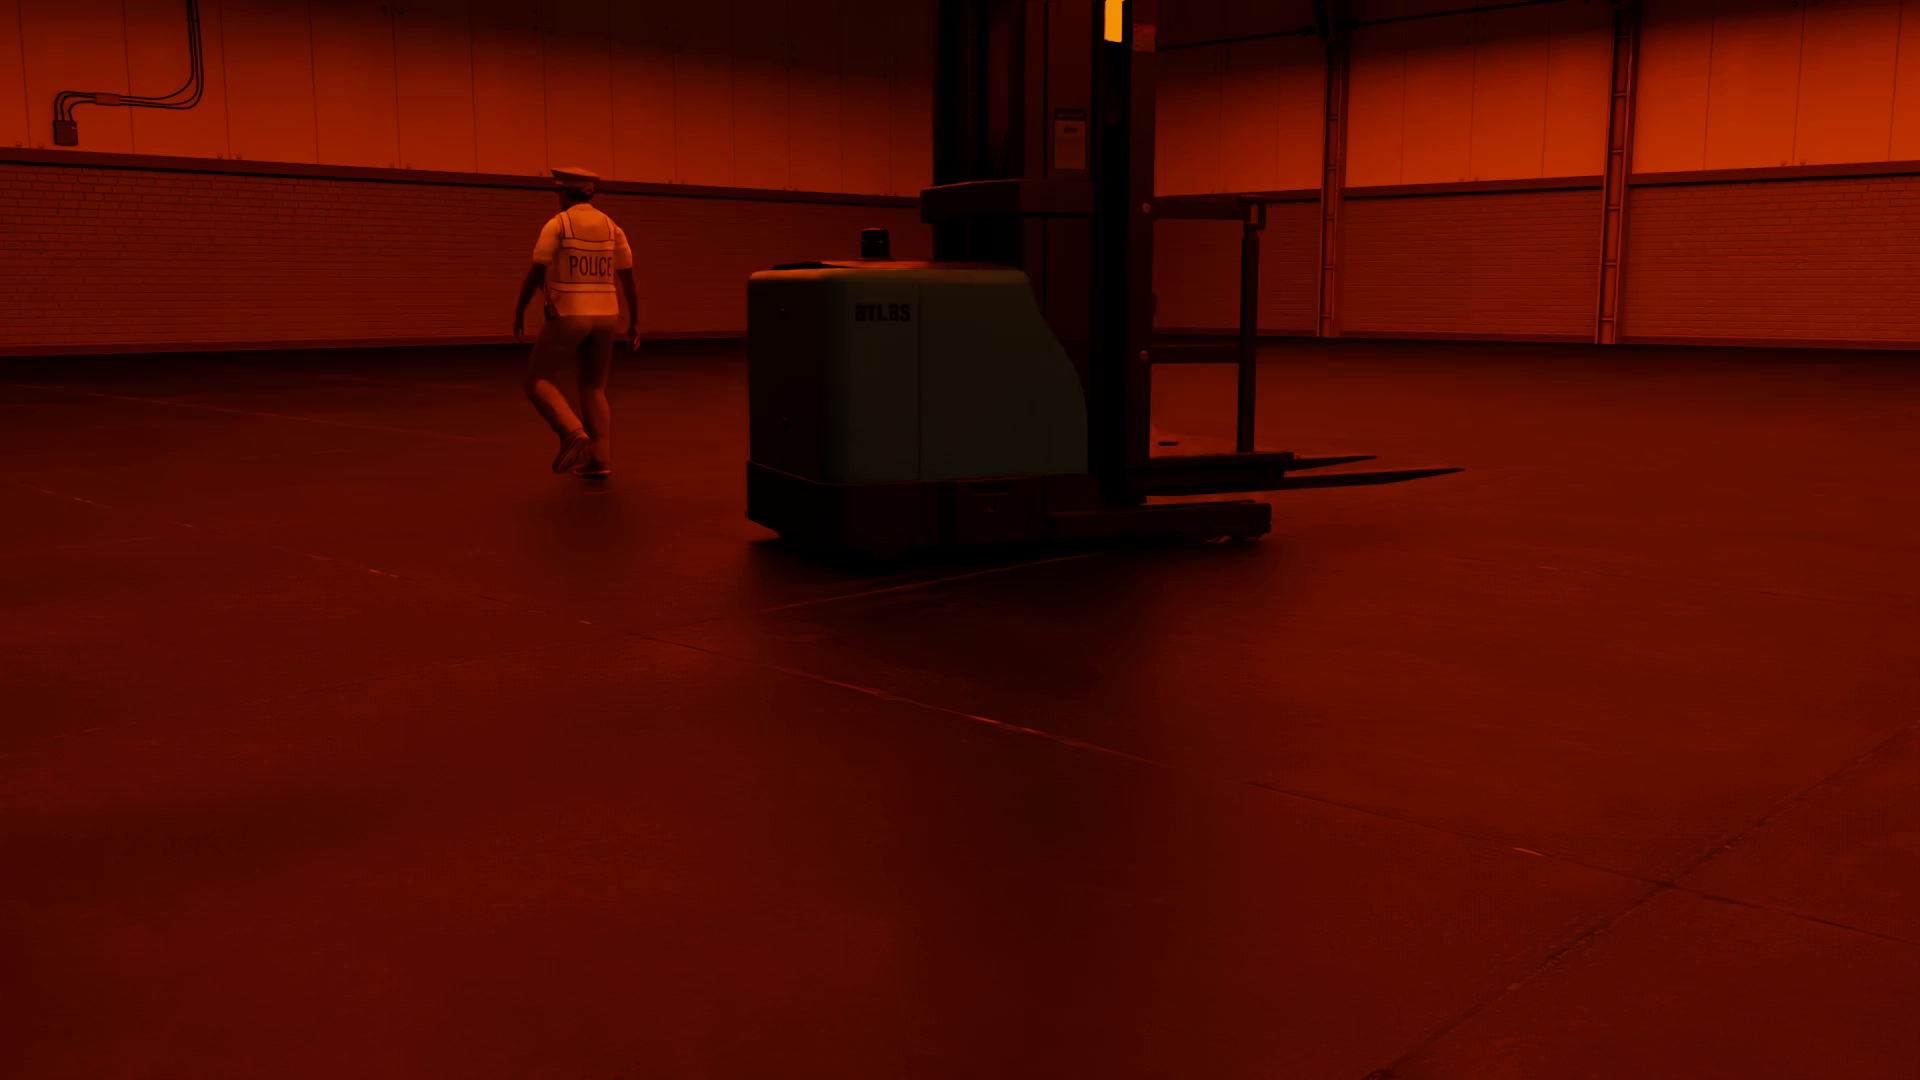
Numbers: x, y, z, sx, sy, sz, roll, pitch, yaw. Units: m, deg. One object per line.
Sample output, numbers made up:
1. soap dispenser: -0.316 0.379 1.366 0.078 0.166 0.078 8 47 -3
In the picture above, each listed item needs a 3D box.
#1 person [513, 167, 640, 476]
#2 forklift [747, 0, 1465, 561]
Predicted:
1. person: -2.036 -1.151 8.852 0.629 1.648 0.463 -8 12 -43
2. forklift: 0.696 -1.495 6.802 3.031 2.935 1.130 -4 9 -23
